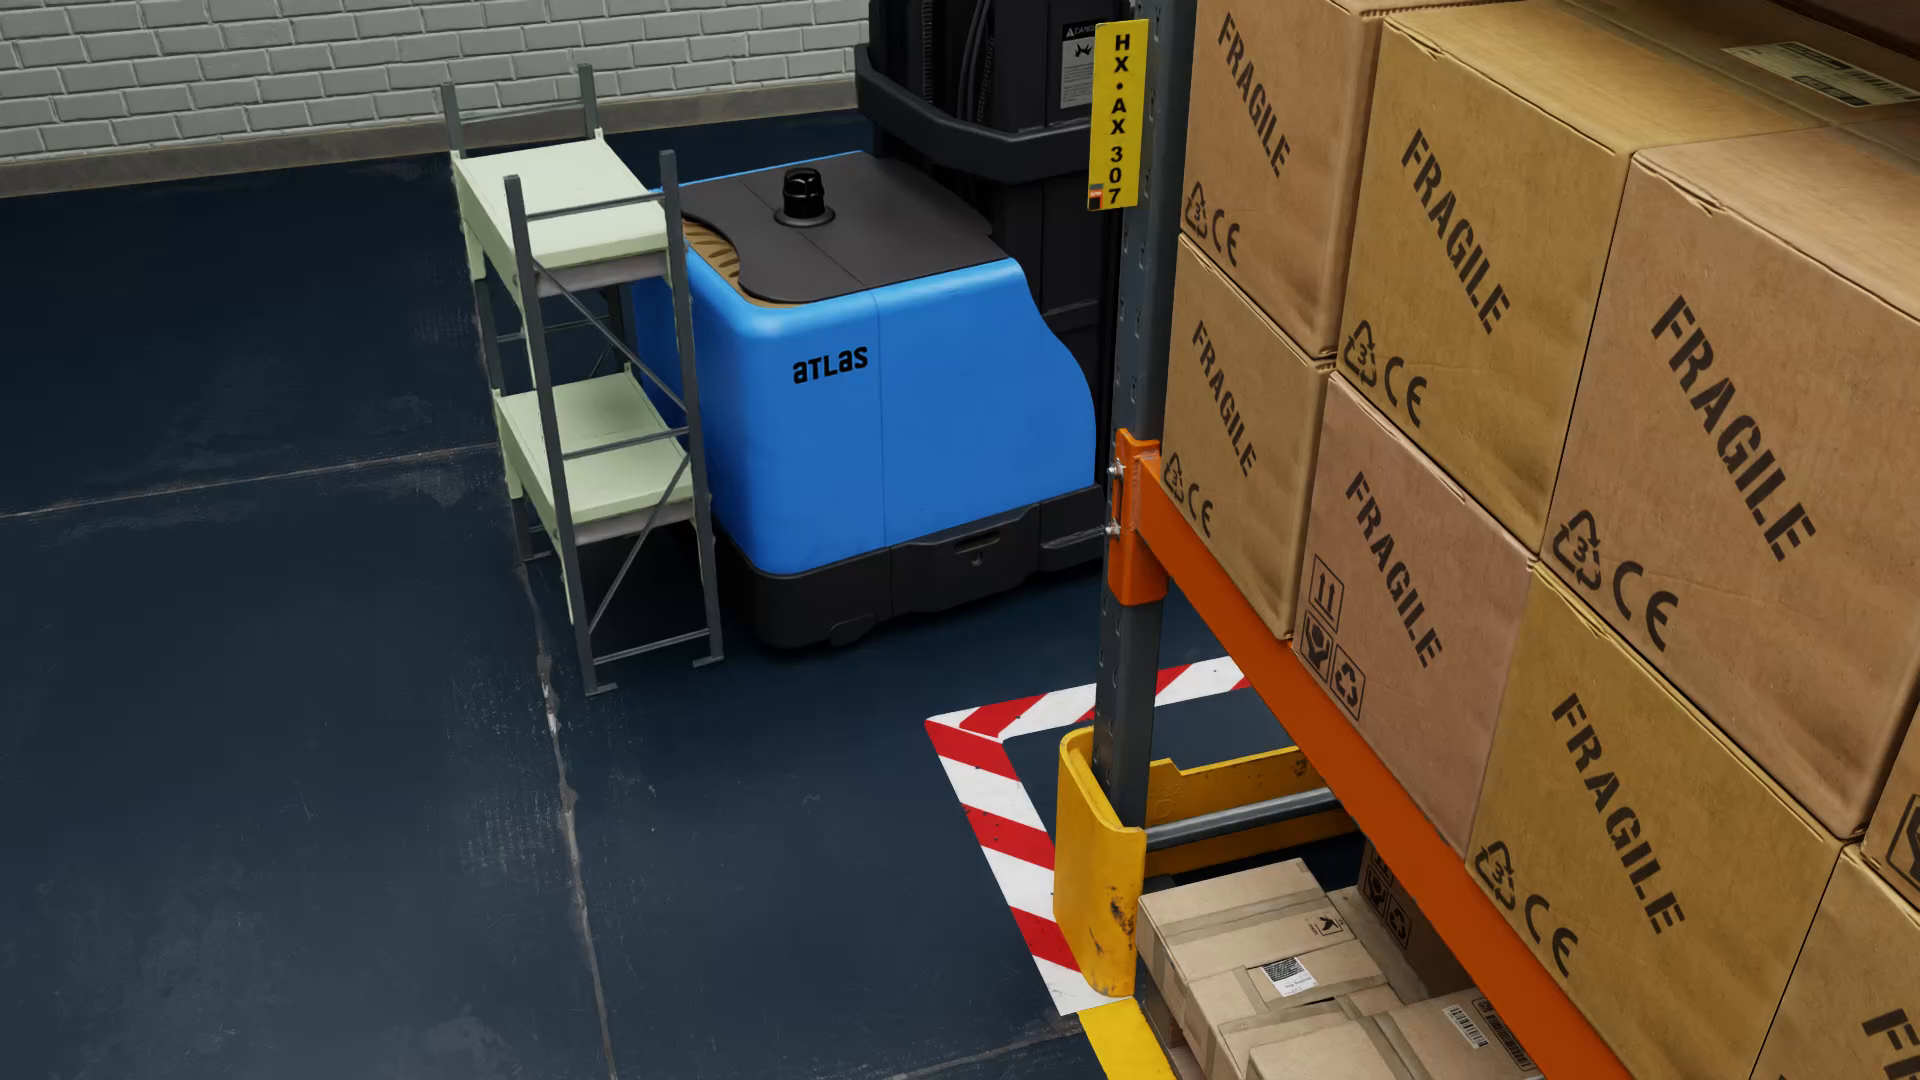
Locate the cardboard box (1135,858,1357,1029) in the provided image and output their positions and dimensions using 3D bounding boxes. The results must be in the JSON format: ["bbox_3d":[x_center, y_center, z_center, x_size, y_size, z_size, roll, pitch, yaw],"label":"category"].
[{"bbox_3d":[0.588,0.834,3.455,0.380,0.149,0.250,-10,35,-15],"label":"cardboard box"}]

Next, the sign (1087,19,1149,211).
[{"bbox_3d":[0.271,-0.720,2.833,0.100,0.325,0.005,-10,35,-15],"label":"sign"}]

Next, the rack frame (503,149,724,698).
[{"bbox_3d":[-0.855,-0.243,4.257,0.400,1.500,0.023,-15,36,-21],"label":"rack frame"}]

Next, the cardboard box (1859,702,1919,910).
[{"bbox_3d":[1.143,0.172,1.272,0.500,0.500,0.500,-10,35,-15],"label":"cardboard box"}]

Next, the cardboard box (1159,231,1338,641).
[{"bbox_3d":[0.672,-0.214,2.763,0.500,0.500,0.500,-9,35,-14],"label":"cardboard box"}]

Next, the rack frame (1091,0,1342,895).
[{"bbox_3d":[0.788,-0.450,3.210,1.000,3.000,0.127,-10,35,-15],"label":"rack frame"}]

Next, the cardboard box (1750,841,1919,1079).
[{"bbox_3d":[1.136,0.582,1.557,0.500,0.500,0.500,-10,35,-14],"label":"cardboard box"}]

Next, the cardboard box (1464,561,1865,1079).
[{"bbox_3d":[0.985,0.320,1.955,0.500,0.500,0.500,-10,35,-15],"label":"cardboard box"}]

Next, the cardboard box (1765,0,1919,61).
[{"bbox_3d":[1.340,-0.456,2.222,0.500,0.500,0.500,-9,35,-13],"label":"cardboard box"}]

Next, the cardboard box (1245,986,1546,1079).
[{"bbox_3d":[0.836,1.109,2.945,0.500,0.250,0.500,-10,35,-15],"label":"cardboard box"}]

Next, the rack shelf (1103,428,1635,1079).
[{"bbox_3d":[1.398,0.900,1.819,1.077,0.370,4.000,-10,35,-15],"label":"rack shelf"}]

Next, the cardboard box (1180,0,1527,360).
[{"bbox_3d":[0.672,-0.632,2.487,0.500,0.500,0.500,-9,35,-13],"label":"cardboard box"}]

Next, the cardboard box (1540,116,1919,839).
[{"bbox_3d":[0.987,-0.095,1.675,0.500,0.500,0.500,-10,35,-14],"label":"cardboard box"}]

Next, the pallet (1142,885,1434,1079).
[{"bbox_3d":[1.055,1.172,3.285,1.003,0.211,1.213,-10,35,-15],"label":"pallet"}]

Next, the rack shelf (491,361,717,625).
[{"bbox_3d":[-1.014,-0.153,4.712,0.431,0.370,0.720,-15,36,-21],"label":"rack shelf"}]

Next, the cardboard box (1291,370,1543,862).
[{"bbox_3d":[0.835,0.056,2.354,0.500,0.500,0.500,-10,35,-15],"label":"cardboard box"}]

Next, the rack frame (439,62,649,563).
[{"bbox_3d":[-1.173,-0.607,4.808,0.400,1.500,0.023,-15,36,-21],"label":"rack frame"}]

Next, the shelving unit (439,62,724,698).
[{"bbox_3d":[-1.014,-0.425,4.532,0.431,1.500,0.755,-15,36,-21],"label":"shelving unit"}]

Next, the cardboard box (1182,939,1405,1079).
[{"bbox_3d":[0.665,0.957,3.251,0.380,0.166,0.250,-10,35,-15],"label":"cardboard box"}]

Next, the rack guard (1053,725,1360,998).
[{"bbox_3d":[0.811,0.633,3.839,1.175,0.500,0.348,-10,35,-15],"label":"rack guard"}]

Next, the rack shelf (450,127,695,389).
[{"bbox_3d":[-1.014,-0.751,4.318,0.431,0.370,0.720,-15,36,-21],"label":"rack shelf"}]

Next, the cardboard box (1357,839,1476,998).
[{"bbox_3d":[1.188,0.653,3.409,0.500,0.500,0.500,-10,35,-15],"label":"cardboard box"}]

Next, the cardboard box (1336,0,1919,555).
[{"bbox_3d":[0.839,-0.358,2.074,0.500,0.500,0.500,-10,35,-14],"label":"cardboard box"}]

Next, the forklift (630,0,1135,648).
[{"bbox_3d":[0.547,-1.494,4.852,3.031,2.935,1.130,-17,37,-24],"label":"forklift"}]
